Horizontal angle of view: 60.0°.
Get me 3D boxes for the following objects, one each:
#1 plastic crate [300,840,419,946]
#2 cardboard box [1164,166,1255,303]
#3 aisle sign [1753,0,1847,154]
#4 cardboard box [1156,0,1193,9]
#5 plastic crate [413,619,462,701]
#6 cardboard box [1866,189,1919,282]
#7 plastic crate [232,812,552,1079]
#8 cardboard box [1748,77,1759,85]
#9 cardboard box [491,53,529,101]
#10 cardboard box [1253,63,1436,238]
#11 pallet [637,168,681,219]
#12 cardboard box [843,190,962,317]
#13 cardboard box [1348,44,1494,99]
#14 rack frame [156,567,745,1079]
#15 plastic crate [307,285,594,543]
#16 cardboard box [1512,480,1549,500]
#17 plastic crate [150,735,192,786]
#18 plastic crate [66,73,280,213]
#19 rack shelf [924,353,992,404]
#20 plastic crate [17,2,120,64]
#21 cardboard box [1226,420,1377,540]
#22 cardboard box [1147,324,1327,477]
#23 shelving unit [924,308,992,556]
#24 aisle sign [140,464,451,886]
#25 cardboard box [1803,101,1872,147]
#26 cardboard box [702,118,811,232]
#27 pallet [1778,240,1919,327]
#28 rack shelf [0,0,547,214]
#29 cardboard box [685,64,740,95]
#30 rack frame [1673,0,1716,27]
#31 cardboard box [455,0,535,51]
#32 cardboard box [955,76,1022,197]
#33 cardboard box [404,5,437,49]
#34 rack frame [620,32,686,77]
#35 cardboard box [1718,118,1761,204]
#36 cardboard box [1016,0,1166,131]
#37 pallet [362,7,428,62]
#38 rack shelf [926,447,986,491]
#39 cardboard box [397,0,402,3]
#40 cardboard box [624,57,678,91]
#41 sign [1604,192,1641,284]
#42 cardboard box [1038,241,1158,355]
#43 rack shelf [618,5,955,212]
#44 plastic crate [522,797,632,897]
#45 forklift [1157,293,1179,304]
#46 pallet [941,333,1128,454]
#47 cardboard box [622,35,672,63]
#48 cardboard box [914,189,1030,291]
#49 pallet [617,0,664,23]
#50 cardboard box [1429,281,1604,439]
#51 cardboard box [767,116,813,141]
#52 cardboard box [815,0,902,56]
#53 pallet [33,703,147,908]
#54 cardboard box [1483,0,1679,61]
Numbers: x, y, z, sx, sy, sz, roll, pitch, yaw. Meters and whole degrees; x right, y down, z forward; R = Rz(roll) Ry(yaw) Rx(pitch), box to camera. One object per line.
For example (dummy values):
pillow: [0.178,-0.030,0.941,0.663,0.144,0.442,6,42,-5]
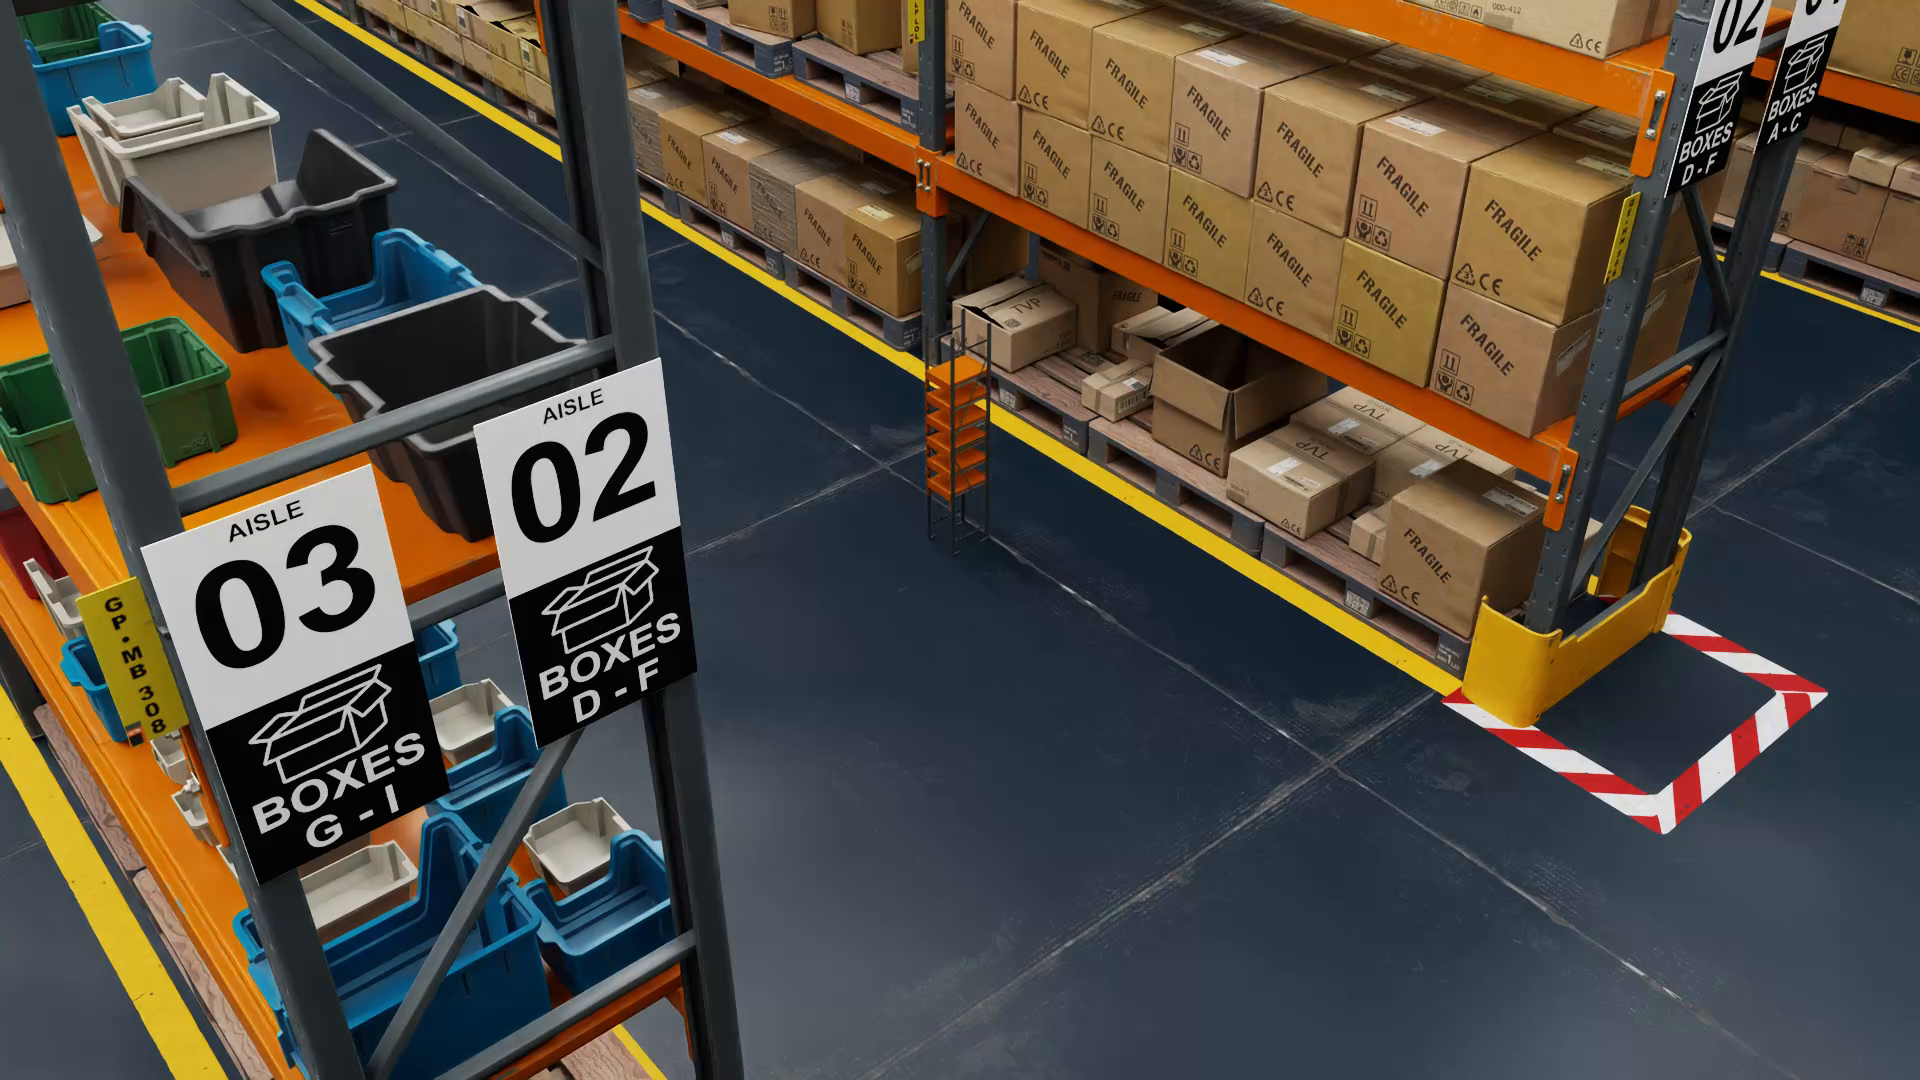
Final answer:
plastic crate: [-1.669,0.972,4.458,0.396,0.136,0.243,-26,43,-32]
cardboard box: [1.304,-1.474,7.649,0.500,0.500,0.500,-27,43,-32]
aisle sign: [3.050,-1.804,5.953,0.394,0.787,0.004,-26,43,-32]
cardboard box: [1.057,-2.527,8.271,0.500,0.500,0.500,-27,43,-33]
plastic crate: [-1.762,0.412,5.165,0.416,0.233,0.300,-26,43,-32]
cardboard box: [6.035,-1.936,10.188,0.700,0.500,0.500,-26,43,-32]
plastic crate: [-1.363,1.065,4.069,0.616,0.435,0.499,-26,43,-32]
cardboard box: [5.119,-3.005,11.136,0.380,0.149,0.250,-26,43,-31]
cardboard box: [-3.242,-3.613,12.772,0.500,0.250,0.500,-27,43,-32]
cardboard box: [1.619,-1.657,7.042,0.500,0.500,0.500,-25,42,-31]
pallet: [-1.928,-2.714,11.900,1.003,0.211,1.213,-26,43,-32]
cardboard box: [-0.337,-1.700,9.838,0.500,0.500,0.500,-26,43,-32]
cardboard box: [2.034,-1.858,7.326,0.500,0.500,0.500,-25,42,-31]
rack frame: [-1.005,1.182,3.986,1.000,3.000,0.127,-26,43,-32]
plastic crate: [-1.040,-0.263,3.544,0.497,0.269,0.590,-26,43,-32]
cardboard box: [2.613,-0.111,7.882,0.380,0.166,0.250,-26,43,-32]
plastic crate: [-2.249,0.601,4.982,0.298,0.136,0.250,-26,43,-32]
plastic crate: [-2.199,-1.088,4.698,0.437,0.282,0.530,-26,43,-32]
rack shelf: [-0.009,-0.754,7.730,0.258,0.103,0.180,-26,43,-32]
plastic crate: [-3.082,-1.648,5.569,0.450,0.188,0.662,-26,43,-32]
cardboard box: [1.652,-0.300,8.077,0.500,0.250,0.500,-26,43,-32]
cardboard box: [1.417,-0.763,8.512,0.797,0.503,0.637,-26,43,-32]
shelving unit: [-0.009,-0.496,7.912,0.258,1.200,0.189,-26,43,-32]
aisle sign: [-1.182,0.262,3.036,0.394,0.787,0.004,-26,43,-32]
cardboard box: [5.615,-2.667,10.658,0.380,0.149,0.250,-25,42,-31]
cardboard box: [-1.303,-2.367,10.779,0.500,0.500,0.500,-28,44,-33]
pallet: [5.988,-1.699,10.467,1.003,0.211,1.213,-26,43,-32]
rack shelf: [-2.295,-1.693,3.822,1.077,0.370,4.000,-26,43,-32]
cardboard box: [-1.559,-3.313,11.466,0.500,0.250,0.500,-24,42,-30]
rack frame: [2.782,-3.112,4.858,1.000,3.000,0.127,-26,43,-32]
cardboard box: [-3.571,-4.065,12.924,0.500,0.311,0.500,-26,43,-32]
cardboard box: [0.321,-2.144,8.596,0.500,0.500,0.500,-25,42,-31]
cardboard box: [-4.226,-4.287,13.724,0.500,0.250,0.500,-27,44,-33]
rack frame: [-2.381,-4.196,11.579,1.000,3.000,0.127,-26,43,-32]
cardboard box: [5.037,-2.612,11.142,0.700,0.500,0.500,-25,42,-31]
cardboard box: [0.623,-2.338,8.005,0.500,0.500,0.500,-27,44,-33]
pallet: [-4.457,-4.513,14.440,1.003,0.211,1.213,-26,43,-32]
rack shelf: [-0.009,-0.362,8.007,0.258,0.103,0.180,-26,43,-32]
cardboard box: [-4.567,-4.742,13.881,0.500,0.311,0.500,-27,43,-32]
cardboard box: [-2.306,-3.048,11.740,0.500,0.500,0.500,-24,42,-30]
sign: [2.345,-1.067,5.886,0.100,0.325,0.005,-26,43,-32]
cardboard box: [0.785,-1.444,9.475,0.500,0.500,0.500,-26,43,-32]
rack shelf: [-1.090,-3.019,10.541,1.077,0.370,4.000,-26,43,-32]
plastic crate: [-1.056,0.861,4.616,0.250,0.136,0.298,-26,43,-32]
forklift: [1.822,-3.414,10.534,1.130,2.935,3.031,8,36,11]
pallet: [0.643,-0.988,9.463,1.003,0.211,1.213,-26,43,-32]
cardboard box: [-2.495,-3.815,12.572,0.500,0.311,0.500,-24,42,-30]
cardboard box: [0.074,-1.894,10.111,0.500,0.500,0.500,-28,44,-34]
pallet: [-1.890,-3.845,11.249,1.213,0.211,1.003,-26,43,-32]
cardboard box: [2.285,-0.801,6.699,0.500,0.500,0.500,-25,42,-30]
cardboard box: [-0.921,-2.572,11.069,0.500,0.500,0.500,-28,44,-33]
cardboard box: [-0.427,-3.215,9.744,0.700,0.500,0.500,-19,40,-25]
pallet: [-3.082,0.864,6.848,1.003,0.211,1.213,-26,43,-32]
cardboard box: [2.249,-1.955,5.950,0.500,0.250,0.500,-26,43,-32]
